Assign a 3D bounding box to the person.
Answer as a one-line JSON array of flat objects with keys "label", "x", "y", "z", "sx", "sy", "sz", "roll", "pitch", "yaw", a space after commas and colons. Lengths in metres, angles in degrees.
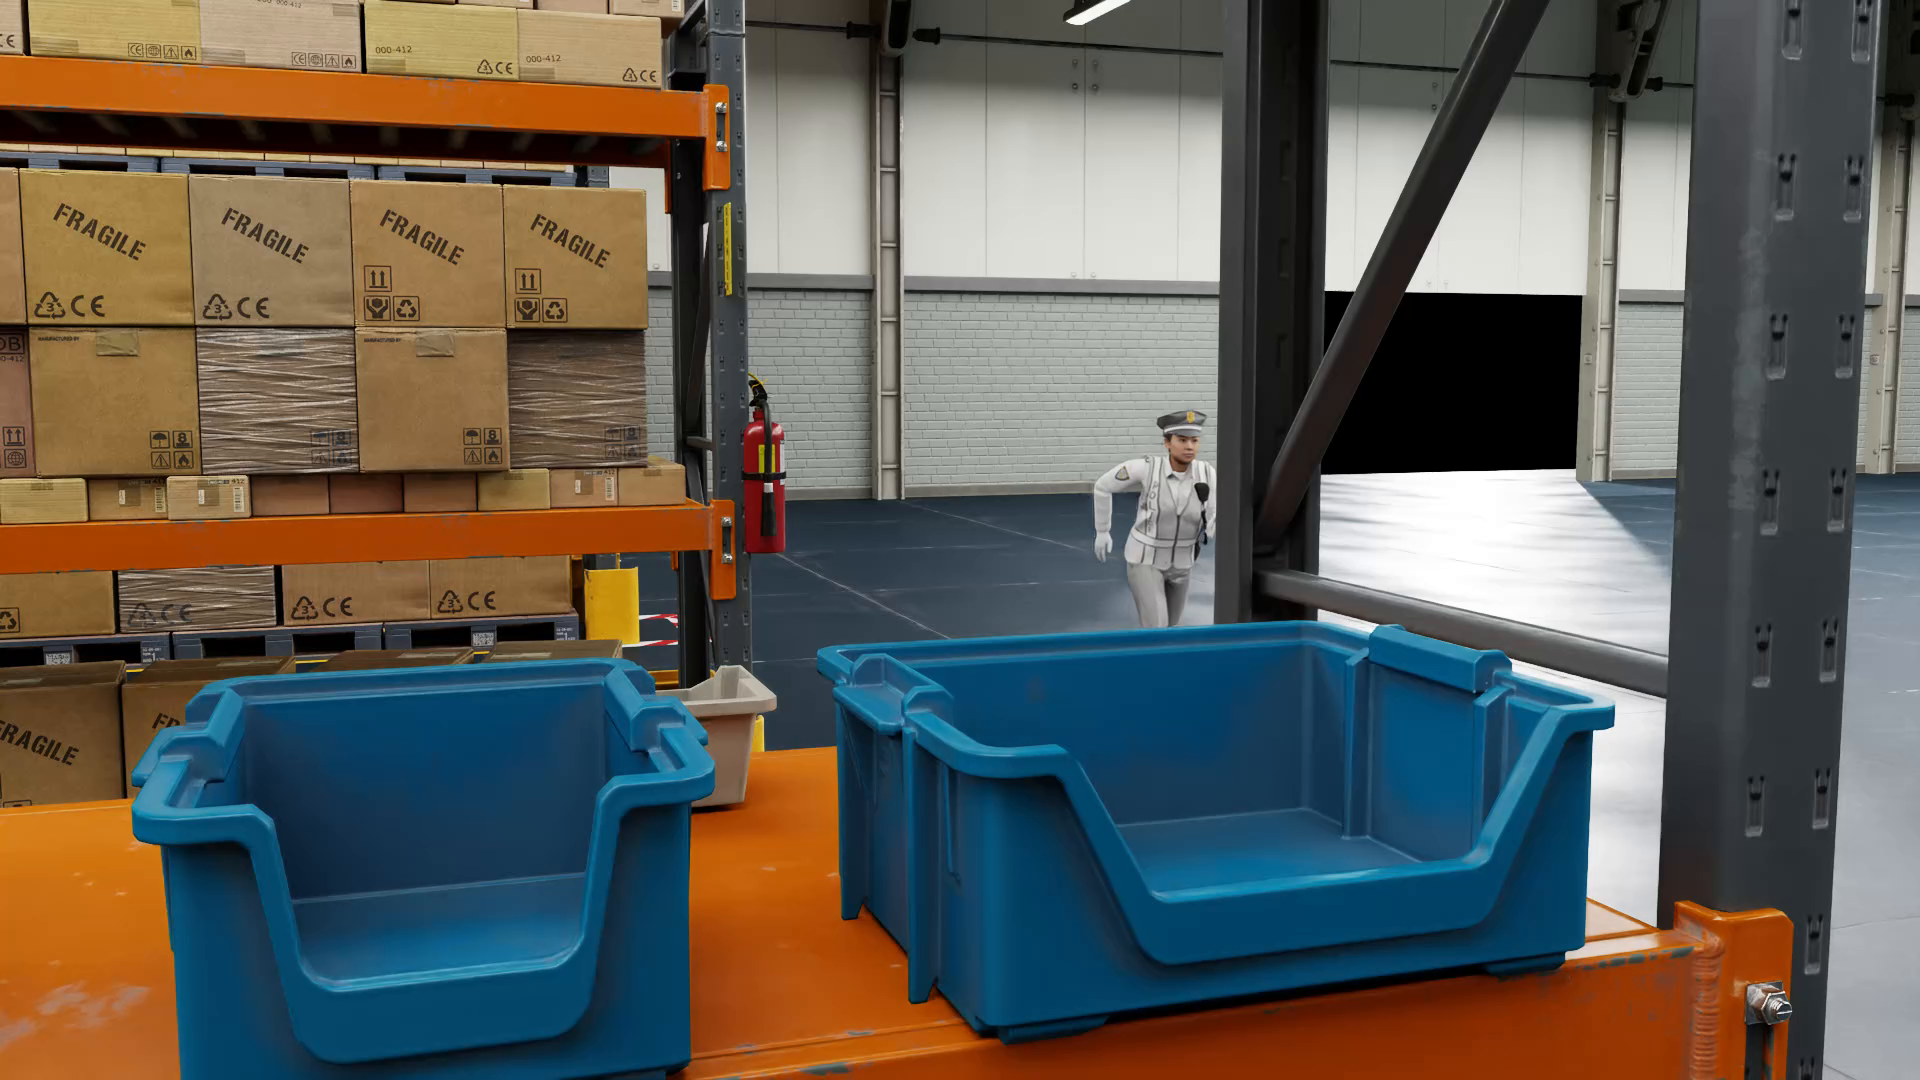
[{"label": "person", "x": 1.003, "y": 0.148, "z": 8.373, "sx": 0.606, "sy": 1.619, "sz": 0.921, "roll": -2, "pitch": 6, "yaw": -23}]
